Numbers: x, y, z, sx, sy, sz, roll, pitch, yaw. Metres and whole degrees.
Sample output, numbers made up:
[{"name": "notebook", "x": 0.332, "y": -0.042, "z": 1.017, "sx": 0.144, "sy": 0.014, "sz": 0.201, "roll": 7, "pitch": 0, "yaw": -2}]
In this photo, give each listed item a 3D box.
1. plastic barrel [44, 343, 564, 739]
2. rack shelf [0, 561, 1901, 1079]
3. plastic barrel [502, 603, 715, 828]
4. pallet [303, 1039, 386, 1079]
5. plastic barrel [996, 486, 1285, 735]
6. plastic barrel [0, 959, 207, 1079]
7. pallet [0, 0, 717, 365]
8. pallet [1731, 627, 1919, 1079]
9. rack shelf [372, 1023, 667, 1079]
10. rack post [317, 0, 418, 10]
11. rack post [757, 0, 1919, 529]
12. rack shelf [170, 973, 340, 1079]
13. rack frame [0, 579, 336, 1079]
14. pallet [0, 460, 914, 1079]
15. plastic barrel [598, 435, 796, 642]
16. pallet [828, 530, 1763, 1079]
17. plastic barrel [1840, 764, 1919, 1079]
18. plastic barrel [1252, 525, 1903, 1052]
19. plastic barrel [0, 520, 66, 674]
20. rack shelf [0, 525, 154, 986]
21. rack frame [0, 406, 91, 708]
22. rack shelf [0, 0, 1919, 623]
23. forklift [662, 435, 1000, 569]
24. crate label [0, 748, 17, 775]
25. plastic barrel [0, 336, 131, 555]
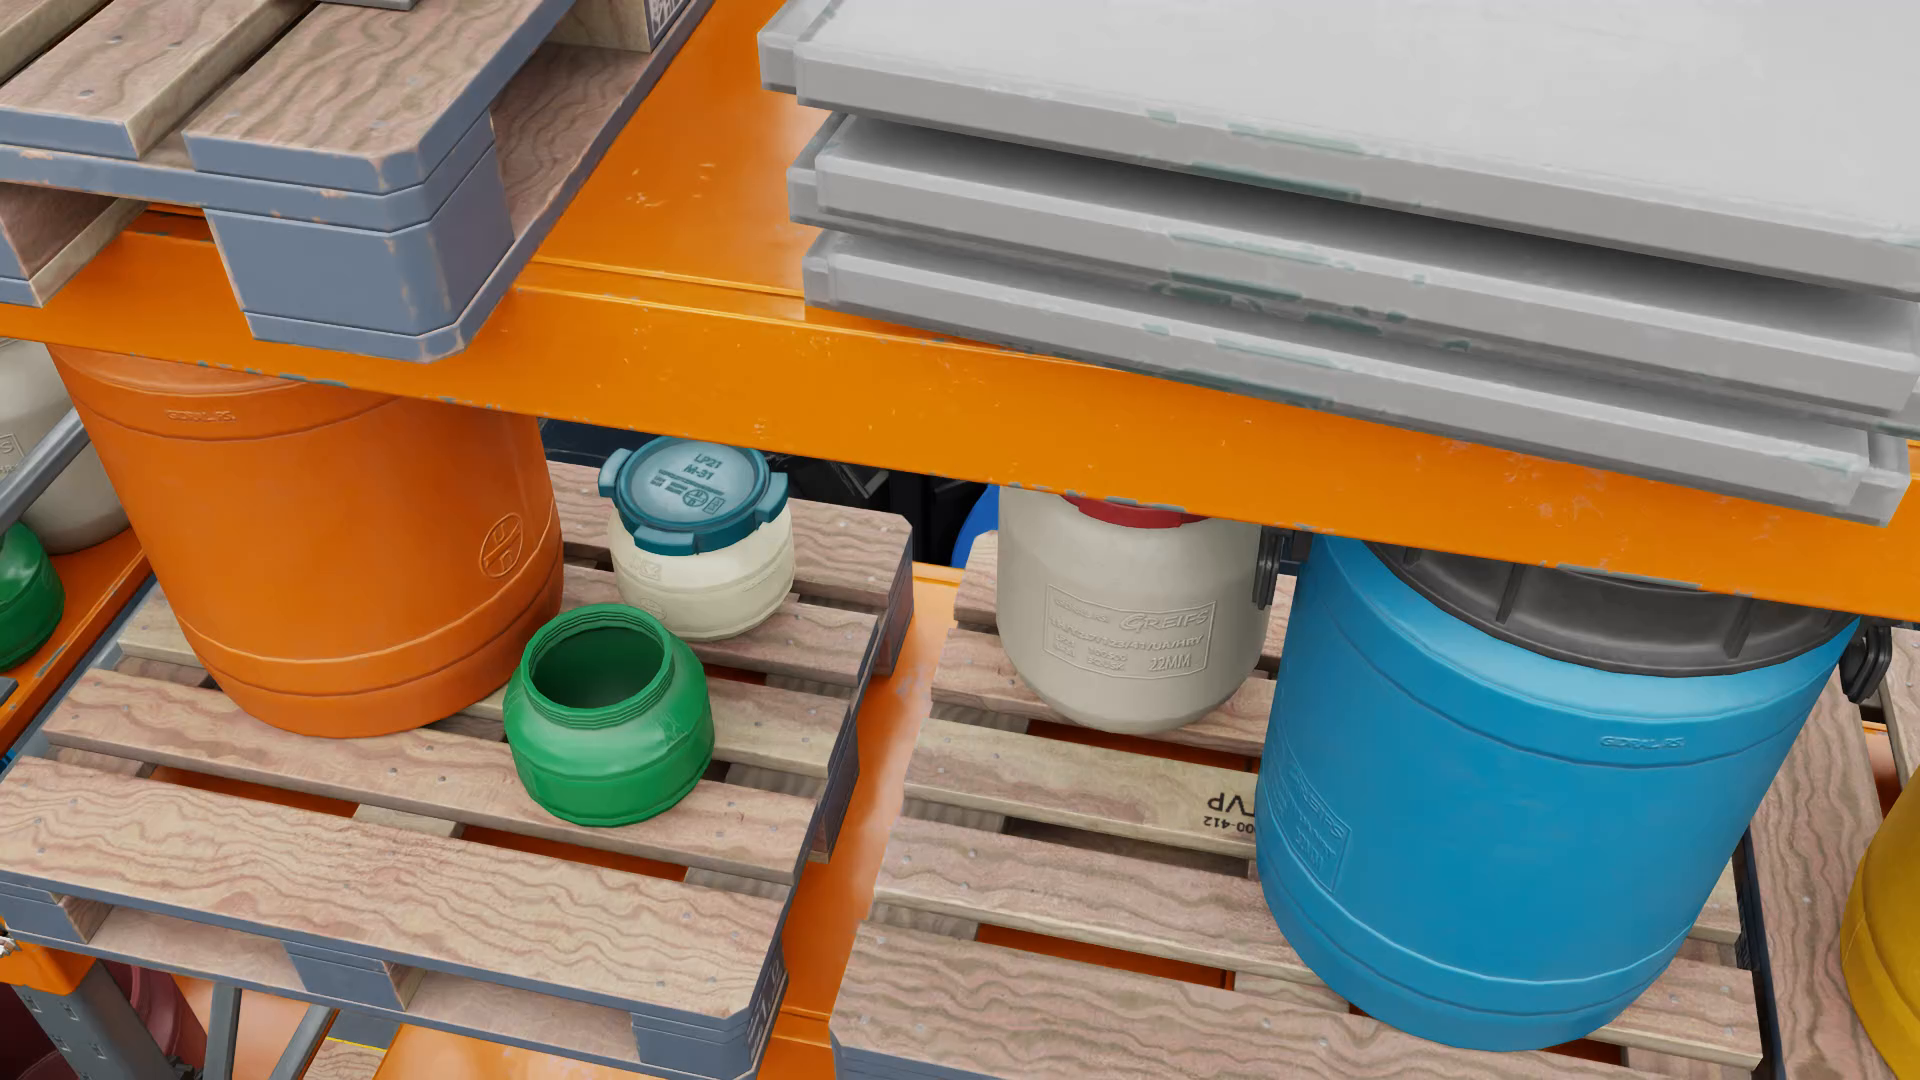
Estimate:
[{"name": "plastic barrel", "x": -0.943, "y": -0.186, "z": 2.464, "sx": 0.708, "sy": 0.830, "sz": 0.600, "roll": 9, "pitch": 45, "yaw": 9}, {"name": "rack shelf", "x": 0.455, "y": 0.595, "z": 2.785, "sx": 4.000, "sy": 0.370, "sz": 1.077, "roll": 9, "pitch": 45, "yaw": 9}, {"name": "plastic barrel", "x": -0.513, "y": 0.253, "z": 2.430, "sx": 0.294, "sy": 0.245, "sz": 0.294, "roll": 0, "pitch": 44, "yaw": 0}, {"name": "pallet", "x": -2.244, "y": 1.974, "z": 5.007, "sx": 1.213, "sy": 0.211, "sz": 1.003, "roll": 9, "pitch": 45, "yaw": 9}, {"name": "plastic barrel", "x": 0.267, "y": -0.001, "z": 2.485, "sx": 0.433, "sy": 0.535, "sz": 0.433, "roll": 0, "pitch": 44, "yaw": 0}, {"name": "plastic barrel", "x": -2.015, "y": 1.199, "z": 3.703, "sx": 0.708, "sy": 0.536, "sz": 0.600, "roll": 9, "pitch": 45, "yaw": 9}, {"name": "pallet", "x": -0.799, "y": -0.706, "z": 1.879, "sx": 1.003, "sy": 0.211, "sz": 1.213, "roll": 9, "pitch": 45, "yaw": 9}, {"name": "pallet", "x": 1.621, "y": 0.654, "z": 2.341, "sx": 1.003, "sy": 0.211, "sz": 1.213, "roll": 9, "pitch": 45, "yaw": 9}, {"name": "rack shelf", "x": 0.455, "y": 1.675, "z": 3.825, "sx": 4.000, "sy": 0.370, "sz": 1.077, "roll": 9, "pitch": 45, "yaw": 9}, {"name": "rack post", "x": -0.780, "y": -0.939, "z": 1.751, "sx": 0.937, "sy": 0.300, "sz": 0.954, "roll": 9, "pitch": 45, "yaw": 9}, {"name": "rack post", "x": 0.404, "y": -0.483, "z": 1.583, "sx": 0.954, "sy": 0.300, "sz": 0.937, "roll": 13, "pitch": 45, "yaw": 13}, {"name": "rack shelf", "x": -3.448, "y": 1.070, "z": 4.455, "sx": 4.000, "sy": 0.370, "sz": 1.077, "roll": 9, "pitch": 45, "yaw": 9}, {"name": "rack frame", "x": -1.496, "y": 1.113, "z": 3.890, "sx": 0.127, "sy": 3.000, "sz": 1.000, "roll": 9, "pitch": 45, "yaw": 9}, {"name": "pallet", "x": -0.771, "y": 0.283, "z": 2.727, "sx": 1.213, "sy": 0.211, "sz": 1.003, "roll": 9, "pitch": 45, "yaw": 9}, {"name": "plastic barrel", "x": -0.418, "y": -0.006, "z": 2.687, "sx": 0.301, "sy": 0.262, "sz": 0.301, "roll": 0, "pitch": 44, "yaw": 0}, {"name": "pallet", "x": 0.513, "y": 0.484, "z": 2.517, "sx": 1.213, "sy": 0.211, "sz": 1.003, "roll": 9, "pitch": 45, "yaw": 9}, {"name": "plastic barrel", "x": 1.472, "y": 0.418, "z": 2.011, "sx": 0.600, "sy": 0.588, "sz": 0.600, "roll": 0, "pitch": 44, "yaw": 0}, {"name": "plastic barrel", "x": 0.708, "y": 0.151, "z": 2.062, "sx": 0.708, "sy": 0.901, "sz": 0.600, "roll": 9, "pitch": 45, "yaw": 9}, {"name": "plastic barrel", "x": -1.749, "y": 0.086, "z": 2.907, "sx": 0.294, "sy": 0.245, "sz": 0.294, "roll": 0, "pitch": 44, "yaw": 0}, {"name": "rack shelf", "x": -3.448, "y": -0.011, "z": 3.414, "sx": 4.000, "sy": 0.370, "sz": 1.077, "roll": 9, "pitch": 45, "yaw": 9}, {"name": "rack frame", "x": -1.496, "y": -1.048, "z": 1.810, "sx": 0.127, "sy": 3.000, "sz": 1.000, "roll": 9, "pitch": 45, "yaw": 9}, {"name": "rack shelf", "x": 0.455, "y": -0.342, "z": 1.884, "sx": 4.000, "sy": 0.370, "sz": 1.077, "roll": 9, "pitch": 45, "yaw": 9}, {"name": "forklift", "x": -0.677, "y": -0.733, "z": 5.858, "sx": 3.031, "sy": 2.935, "sz": 1.130, "roll": -21, "pitch": 48, "yaw": -20}, {"name": "crate label", "x": -2.407, "y": 0.767, "z": 4.225, "sx": 0.616, "sy": 0.435, "sz": 0.502, "roll": 9, "pitch": 45, "yaw": 9}, {"name": "plastic barrel", "x": -1.733, "y": -0.262, "z": 3.076, "sx": 0.421, "sy": 0.512, "sz": 0.421, "roll": 0, "pitch": 44, "yaw": 0}]
